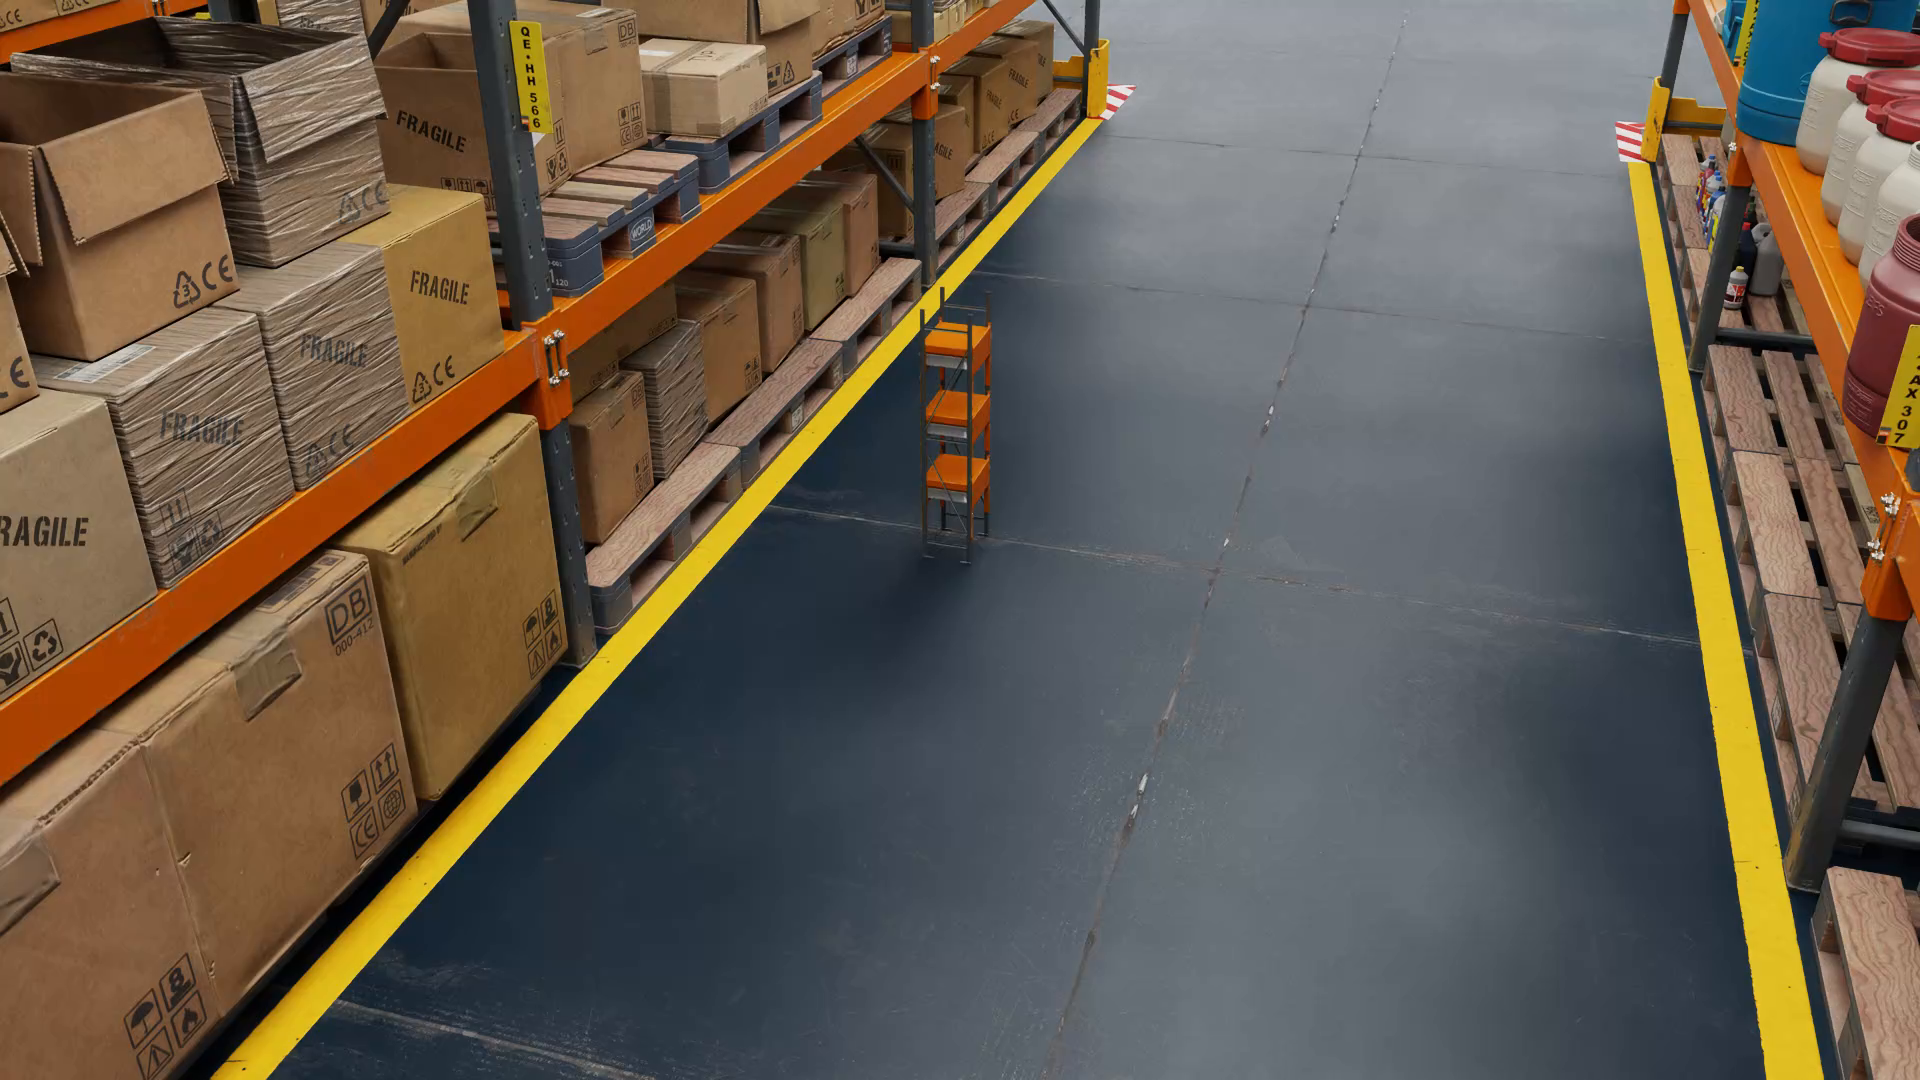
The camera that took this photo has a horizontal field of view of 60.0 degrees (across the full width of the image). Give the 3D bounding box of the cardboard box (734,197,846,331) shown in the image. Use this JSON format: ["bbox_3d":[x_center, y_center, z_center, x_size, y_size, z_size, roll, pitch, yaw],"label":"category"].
[{"bbox_3d":[-0.989,-1.401,8.302,0.700,0.500,0.500,8,30,15],"label":"cardboard box"}]

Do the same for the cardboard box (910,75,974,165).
[{"bbox_3d":[-0.206,-2.641,10.551,0.500,0.500,0.500,6,30,10],"label":"cardboard box"}]

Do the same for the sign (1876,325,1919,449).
[{"bbox_3d":[2.403,-0.383,4.186,0.100,0.325,0.005,8,30,15],"label":"sign"}]

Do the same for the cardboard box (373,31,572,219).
[{"bbox_3d":[-1.684,-1.427,5.696,0.500,0.500,0.500,5,29,9],"label":"cardboard box"}]

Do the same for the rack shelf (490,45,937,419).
[{"bbox_3d":[-1.217,-1.559,7.206,1.077,0.370,4.000,8,30,15],"label":"rack shelf"}]

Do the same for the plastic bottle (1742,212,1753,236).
[{"bbox_3d":[4.075,-1.560,8.741,0.144,0.351,0.185,7,30,12],"label":"plastic bottle"}]

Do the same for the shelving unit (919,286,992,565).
[{"bbox_3d":[-0.016,-0.434,6.450,0.215,1.050,0.252,8,30,15],"label":"shelving unit"}]

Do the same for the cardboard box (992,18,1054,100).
[{"bbox_3d":[0.345,-3.465,12.032,0.500,0.500,0.500,14,32,24],"label":"cardboard box"}]

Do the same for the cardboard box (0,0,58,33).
[{"bbox_3d":[-5.388,-3.085,9.108,0.500,0.500,0.500,8,30,14],"label":"cardboard box"}]

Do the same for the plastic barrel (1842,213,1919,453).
[{"bbox_3d":[2.777,-0.555,4.522,0.600,0.536,0.708,8,30,15],"label":"plastic barrel"}]

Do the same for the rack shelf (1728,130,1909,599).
[{"bbox_3d":[3.518,-0.852,5.936,1.077,0.370,4.000,8,30,15],"label":"rack shelf"}]

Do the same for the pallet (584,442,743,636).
[{"bbox_3d":[-1.573,-0.088,6.691,1.003,0.211,1.213,8,30,15],"label":"pallet"}]

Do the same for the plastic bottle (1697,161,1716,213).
[{"bbox_3d":[4.365,-2.059,9.707,0.061,0.283,0.133,9,30,16],"label":"plastic bottle"}]

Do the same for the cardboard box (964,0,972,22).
[{"bbox_3d":[-0.147,-2.984,9.287,0.380,0.149,0.250,8,30,15],"label":"cardboard box"}]

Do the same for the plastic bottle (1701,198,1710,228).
[{"bbox_3d":[4.290,-1.874,9.459,0.097,0.201,0.097,0,29,0],"label":"plastic bottle"}]

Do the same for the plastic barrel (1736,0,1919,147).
[{"bbox_3d":[3.702,-2.178,7.065,0.600,0.901,0.708,8,30,15],"label":"plastic barrel"}]

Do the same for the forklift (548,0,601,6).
[{"bbox_3d":[-2.095,-3.031,9.183,1.130,2.935,3.031,6,30,11],"label":"forklift"}]

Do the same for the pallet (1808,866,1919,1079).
[{"bbox_3d":[2.739,1.354,4.099,1.003,0.211,1.213,8,30,15],"label":"pallet"}]

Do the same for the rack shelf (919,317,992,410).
[{"bbox_3d":[-0.016,-0.673,6.317,0.215,0.259,0.240,8,30,15],"label":"rack shelf"}]

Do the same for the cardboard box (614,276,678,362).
[{"bbox_3d":[-1.490,-0.935,6.692,0.500,0.250,0.500,12,31,20],"label":"cardboard box"}]

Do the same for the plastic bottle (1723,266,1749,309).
[{"bbox_3d":[3.913,-1.278,8.388,0.097,0.201,0.097,0,29,0],"label":"plastic bottle"}]

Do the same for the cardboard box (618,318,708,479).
[{"bbox_3d":[-1.476,-0.617,6.893,0.700,0.500,0.500,6,30,11],"label":"cardboard box"}]

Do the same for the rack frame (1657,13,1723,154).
[{"bbox_3d":[5.279,-3.955,10.773,1.000,3.000,0.127,8,30,15],"label":"rack frame"}]

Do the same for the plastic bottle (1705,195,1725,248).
[{"bbox_3d":[4.221,-1.752,9.164,0.152,0.276,0.135,9,30,16],"label":"plastic bottle"}]

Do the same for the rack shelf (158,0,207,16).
[{"bbox_3d":[-4.755,-4.172,11.904,1.077,0.370,4.000,8,30,15],"label":"rack shelf"}]

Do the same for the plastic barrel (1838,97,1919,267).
[{"bbox_3d":[3.272,-1.200,5.681,0.433,0.535,0.433,0,29,0],"label":"plastic barrel"}]

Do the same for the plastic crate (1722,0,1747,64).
[{"bbox_3d":[4.170,-2.584,8.462,0.499,0.251,0.616,8,30,15],"label":"plastic crate"}]

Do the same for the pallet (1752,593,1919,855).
[{"bbox_3d":[3.195,0.627,5.405,1.003,0.211,1.213,8,30,15],"label":"pallet"}]

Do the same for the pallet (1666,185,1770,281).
[{"bbox_3d":[4.698,-1.752,9.682,1.003,0.211,1.213,8,30,15],"label":"pallet"}]

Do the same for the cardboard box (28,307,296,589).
[{"bbox_3d":[-2.013,-0.250,4.011,0.500,0.500,0.500,8,30,13],"label":"cardboard box"}]

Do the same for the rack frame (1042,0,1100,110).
[{"bbox_3d":[0.544,-4.661,12.044,1.000,3.000,0.127,8,30,15],"label":"rack frame"}]

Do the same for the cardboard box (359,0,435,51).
[{"bbox_3d":[-4.560,-3.937,12.496,0.875,0.875,0.875,8,30,14],"label":"cardboard box"}]

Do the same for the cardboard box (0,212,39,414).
[{"bbox_3d":[-2.419,-0.473,3.380,0.797,0.503,0.637,9,30,16],"label":"cardboard box"}]

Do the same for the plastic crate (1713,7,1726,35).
[{"bbox_3d":[4.339,-2.771,8.917,0.530,0.136,0.437,8,30,15],"label":"plastic crate"}]

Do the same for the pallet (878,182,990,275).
[{"bbox_3d":[-0.467,-1.901,9.950,1.003,0.211,1.213,8,30,15],"label":"pallet"}]

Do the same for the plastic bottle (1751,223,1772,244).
[{"bbox_3d":[4.224,-1.518,8.742,0.152,0.276,0.135,8,30,15],"label":"plastic bottle"}]

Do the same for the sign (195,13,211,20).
[{"bbox_3d":[-2.326,-1.488,5.230,0.100,0.325,0.005,8,30,15],"label":"sign"}]

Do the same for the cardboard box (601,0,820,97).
[{"bbox_3d":[-1.051,-2.212,7.103,0.797,0.503,0.637,12,31,20],"label":"cardboard box"}]

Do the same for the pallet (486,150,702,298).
[{"bbox_3d":[-1.697,-1.206,6.030,1.213,0.211,1.003,8,30,15],"label":"pallet"}]

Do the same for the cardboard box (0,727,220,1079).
[{"bbox_3d":[-2.548,0.945,3.720,1.225,0.875,0.875,7,30,13],"label":"cardboard box"}]

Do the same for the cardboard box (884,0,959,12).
[{"bbox_3d":[-0.439,-3.176,8.966,0.875,0.500,0.500,8,30,15],"label":"cardboard box"}]
